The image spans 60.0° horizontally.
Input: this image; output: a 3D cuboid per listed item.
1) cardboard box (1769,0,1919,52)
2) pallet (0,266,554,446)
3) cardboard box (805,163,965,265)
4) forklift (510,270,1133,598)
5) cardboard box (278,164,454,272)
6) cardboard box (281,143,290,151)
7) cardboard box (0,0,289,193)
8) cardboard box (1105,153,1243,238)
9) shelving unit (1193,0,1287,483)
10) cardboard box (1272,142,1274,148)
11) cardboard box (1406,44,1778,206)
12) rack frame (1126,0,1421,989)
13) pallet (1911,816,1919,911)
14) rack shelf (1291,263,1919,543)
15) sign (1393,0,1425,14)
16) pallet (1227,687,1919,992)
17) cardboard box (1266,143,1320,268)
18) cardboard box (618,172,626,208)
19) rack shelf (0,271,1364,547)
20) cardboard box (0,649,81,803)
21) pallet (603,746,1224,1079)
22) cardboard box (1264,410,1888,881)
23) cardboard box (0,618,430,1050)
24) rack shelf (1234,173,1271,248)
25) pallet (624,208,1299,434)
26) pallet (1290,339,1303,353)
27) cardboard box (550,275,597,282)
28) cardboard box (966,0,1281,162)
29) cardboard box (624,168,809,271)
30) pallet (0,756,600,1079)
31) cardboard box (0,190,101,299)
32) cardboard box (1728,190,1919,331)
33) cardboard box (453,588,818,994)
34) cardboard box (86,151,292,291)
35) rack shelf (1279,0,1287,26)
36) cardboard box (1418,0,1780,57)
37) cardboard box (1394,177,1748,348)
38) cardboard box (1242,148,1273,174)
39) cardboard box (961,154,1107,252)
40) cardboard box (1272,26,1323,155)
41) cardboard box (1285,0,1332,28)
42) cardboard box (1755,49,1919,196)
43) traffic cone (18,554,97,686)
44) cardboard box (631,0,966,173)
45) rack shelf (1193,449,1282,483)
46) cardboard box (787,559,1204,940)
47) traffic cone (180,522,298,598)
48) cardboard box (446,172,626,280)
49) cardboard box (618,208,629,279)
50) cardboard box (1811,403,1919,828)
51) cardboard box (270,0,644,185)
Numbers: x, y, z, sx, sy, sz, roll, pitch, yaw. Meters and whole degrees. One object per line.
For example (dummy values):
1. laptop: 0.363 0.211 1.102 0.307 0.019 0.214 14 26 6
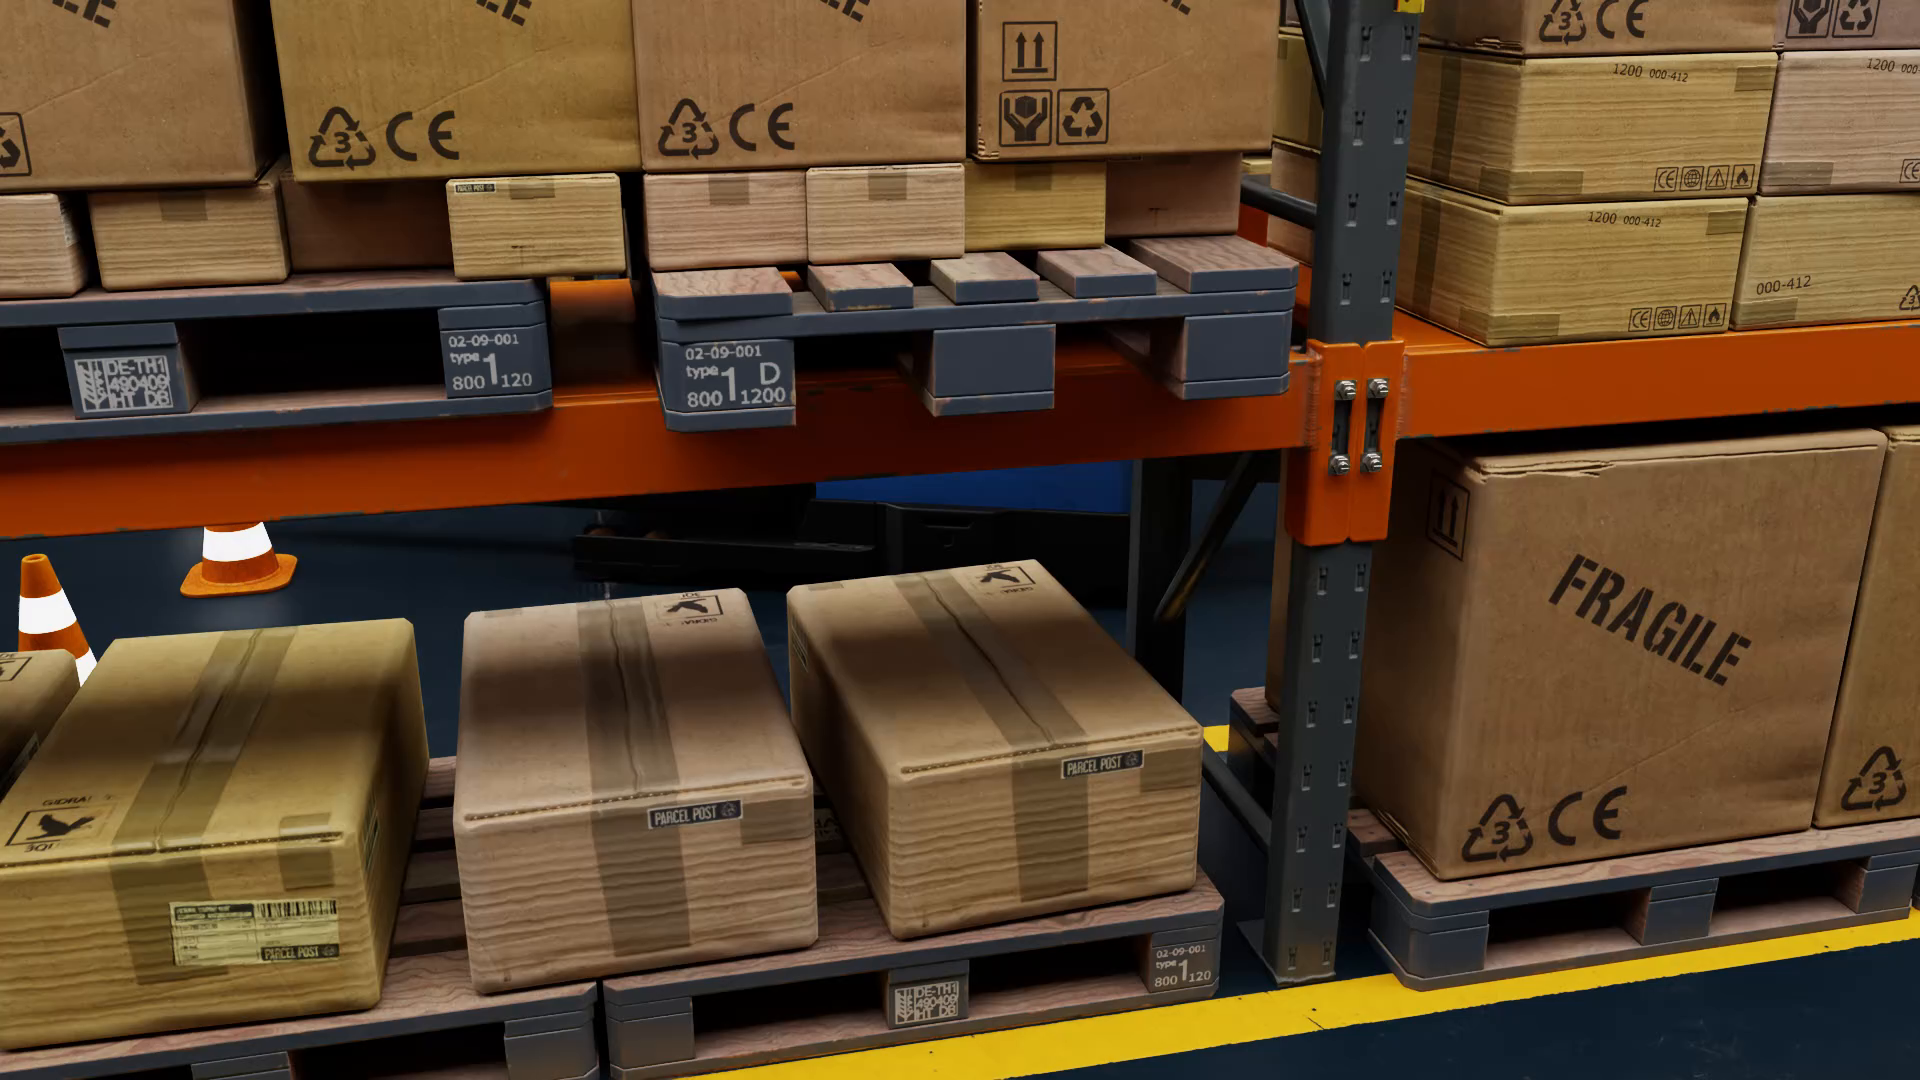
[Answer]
1. cardboard box: 1.603 -1.193 3.112 0.500 0.500 0.500 -5 21 -12
2. pallet: -1.331 -0.417 2.870 1.213 0.211 1.003 -5 21 -12
3. cardboard box: -0.158 -0.571 2.768 0.250 0.149 0.380 -5 21 -13
4. forklift: -0.823 -1.413 5.410 3.031 2.935 1.130 3 20 8
5. cardboard box: -0.943 -0.550 2.709 0.250 0.149 0.380 -4 21 -12
6. cardboard box: -1.088 -0.680 3.065 0.250 0.149 0.380 -4 20 -10
7. cardboard box: -1.315 -0.804 2.460 0.500 0.500 0.500 -6 21 -15
8. cardboard box: 0.321 -0.652 2.987 0.250 0.149 0.380 -4 20 -10
9. shelving unit: 0.929 -0.927 5.294 0.503 2.100 0.431 3 20 8
10. cardboard box: 1.447 -1.966 8.755 0.500 0.250 0.500 -4 20 -10
11. cardboard box: 1.136 -0.799 3.126 0.500 0.250 0.500 -5 21 -13
12. rack frame: 0.586 -0.677 3.302 0.127 3.000 1.000 -5 21 -12
13. pallet: 2.556 0.500 4.143 1.213 0.211 1.003 -5 21 -12
14. rack shelf: 2.533 -0.498 3.858 4.000 0.370 1.077 -5 21 -12
15. sign: 0.720 -1.003 2.623 0.005 0.325 0.100 -5 21 -12
16. pallet: 1.371 0.595 3.883 1.213 0.211 1.003 -5 21 -12
17. cardboard box: 1.019 -0.734 3.674 0.500 0.250 0.500 -5 21 -14
18. cardboard box: -0.605 -0.761 3.285 0.250 0.149 0.380 -5 21 -12
19. rack shelf: -1.360 -0.181 2.994 4.000 0.370 1.077 -5 21 -12
20. cardboard box: -2.098 0.576 3.092 0.625 0.372 0.950 -3 20 -9
21. pallet: -0.175 0.694 3.614 1.213 0.211 1.003 -5 21 -12
22. cardboard box: 1.278 0.097 3.669 0.875 0.875 0.875 -5 21 -13
23. cardboard box: -1.421 0.520 3.243 0.625 0.372 0.950 -4 20 -11
24. rack shelf: 0.929 -0.915 5.298 0.480 0.518 0.431 3 20 8
25. pallet: -0.083 -0.495 3.084 1.003 0.211 1.213 -5 21 -12
26. pallet: 1.295 -1.173 8.711 1.213 0.211 1.003 -5 21 -12
27. cardboard box: -2.114 -1.378 7.877 0.750 0.750 1.050 -4 21 -12
28. cardboard box: 0.208 -0.932 2.809 0.500 0.500 0.500 -5 21 -14
29. cardboard box: -0.405 -0.554 2.721 0.250 0.149 0.380 -6 21 -15
30. pallet: -1.359 0.789 3.354 1.213 0.211 1.003 -5 21 -12
31. cardboard box: -1.421 -0.472 2.496 0.250 0.149 0.380 -4 20 -10
32. cardboard box: 1.616 -0.608 3.331 0.500 0.250 0.500 -5 21 -14
33. cardboard box: -0.682 0.462 3.402 0.625 0.372 0.950 -5 21 -14
34. cardboard box: -1.168 -0.502 2.580 0.250 0.149 0.380 -5 21 -14
35. rack shelf: 0.929 -1.572 5.058 0.480 0.518 0.431 3 20 8
36. cardboard box: 1.122 -1.151 2.996 0.500 0.500 0.500 -5 21 -14
37. cardboard box: 1.120 -0.561 3.204 0.500 0.250 0.500 -5 21 -13
38. cardboard box: 1.560 -1.792 8.278 0.500 0.250 0.500 -6 21 -15
39. cardboard box: 0.077 -0.606 2.863 0.250 0.149 0.380 -4 21 -12
40. cardboard box: 0.999 -0.965 3.579 0.500 0.250 0.500 -5 21 -13
41. cardboard box: 1.029 -1.322 3.464 0.500 0.500 0.500 -5 21 -14
42. cardboard box: 1.639 -0.839 3.236 0.500 0.250 0.500 -4 21 -11
43. traffic cone: -2.422 0.264 4.421 0.334 0.463 0.336 -5 21 -12
44. cardboard box: -0.293 -0.887 2.687 0.500 0.500 0.500 -5 21 -13
45. rack shelf: 0.929 -0.257 5.539 0.480 0.518 0.431 3 20 8
46. cardboard box: 0.034 0.401 3.569 0.625 0.372 0.950 -6 21 -16
47. traffic cone: -2.370 -0.094 5.398 0.334 0.463 0.336 -5 21 -12
48. cardboard box: -0.669 -0.527 2.648 0.250 0.149 0.380 -4 21 -12
49. cardboard box: -1.264 -1.449 8.069 0.750 0.750 1.050 -5 21 -13
50. cardboard box: 2.147 0.027 3.857 0.875 0.875 0.875 -4 21 -12
51. cardboard box: -0.784 -0.847 2.577 0.500 0.500 0.500 -6 21 -16
